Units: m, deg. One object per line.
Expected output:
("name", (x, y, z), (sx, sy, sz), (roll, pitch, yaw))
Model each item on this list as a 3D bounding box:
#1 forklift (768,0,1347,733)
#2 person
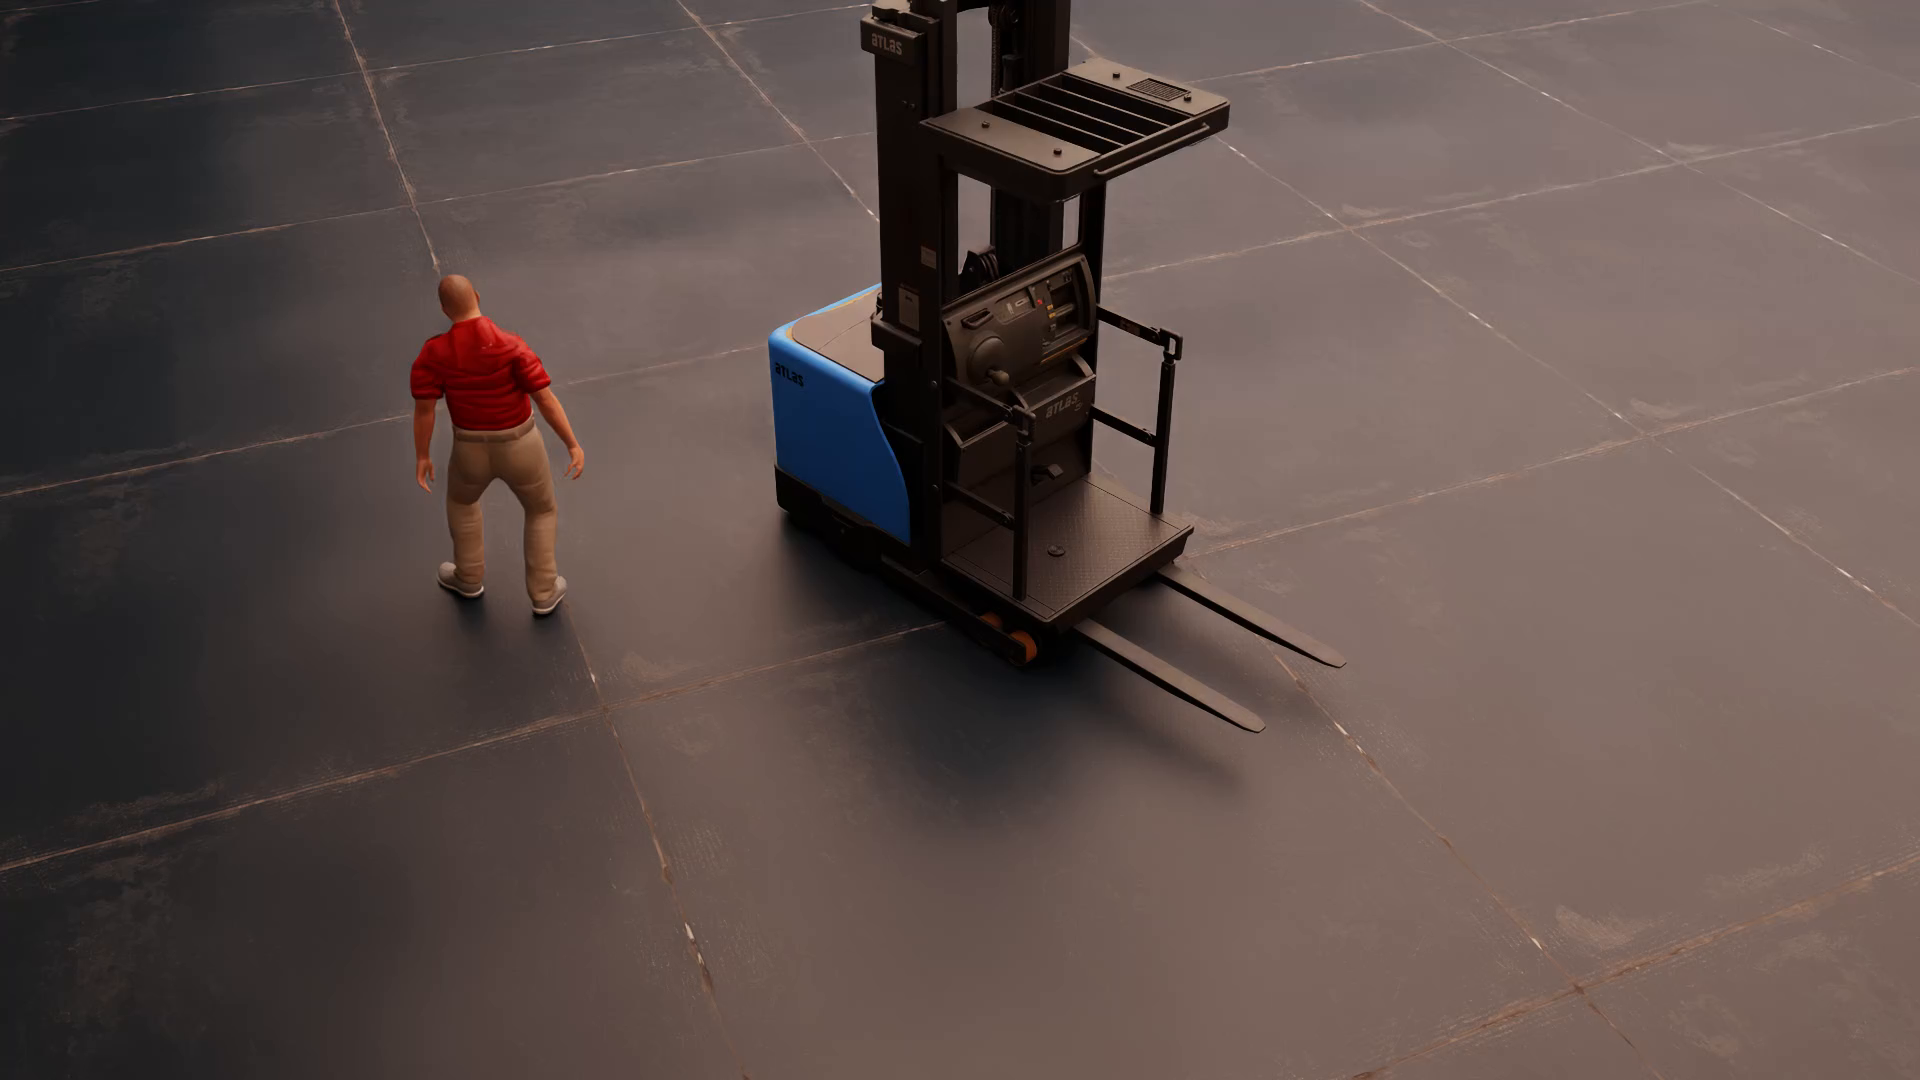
("forklift", (0.432, -0.946, 7.429), (3.031, 2.935, 1.130), (30, 45, 35))
("person", (-2.188, -0.421, 7.787), (0.878, 1.703, 0.420), (1, 35, 1))
